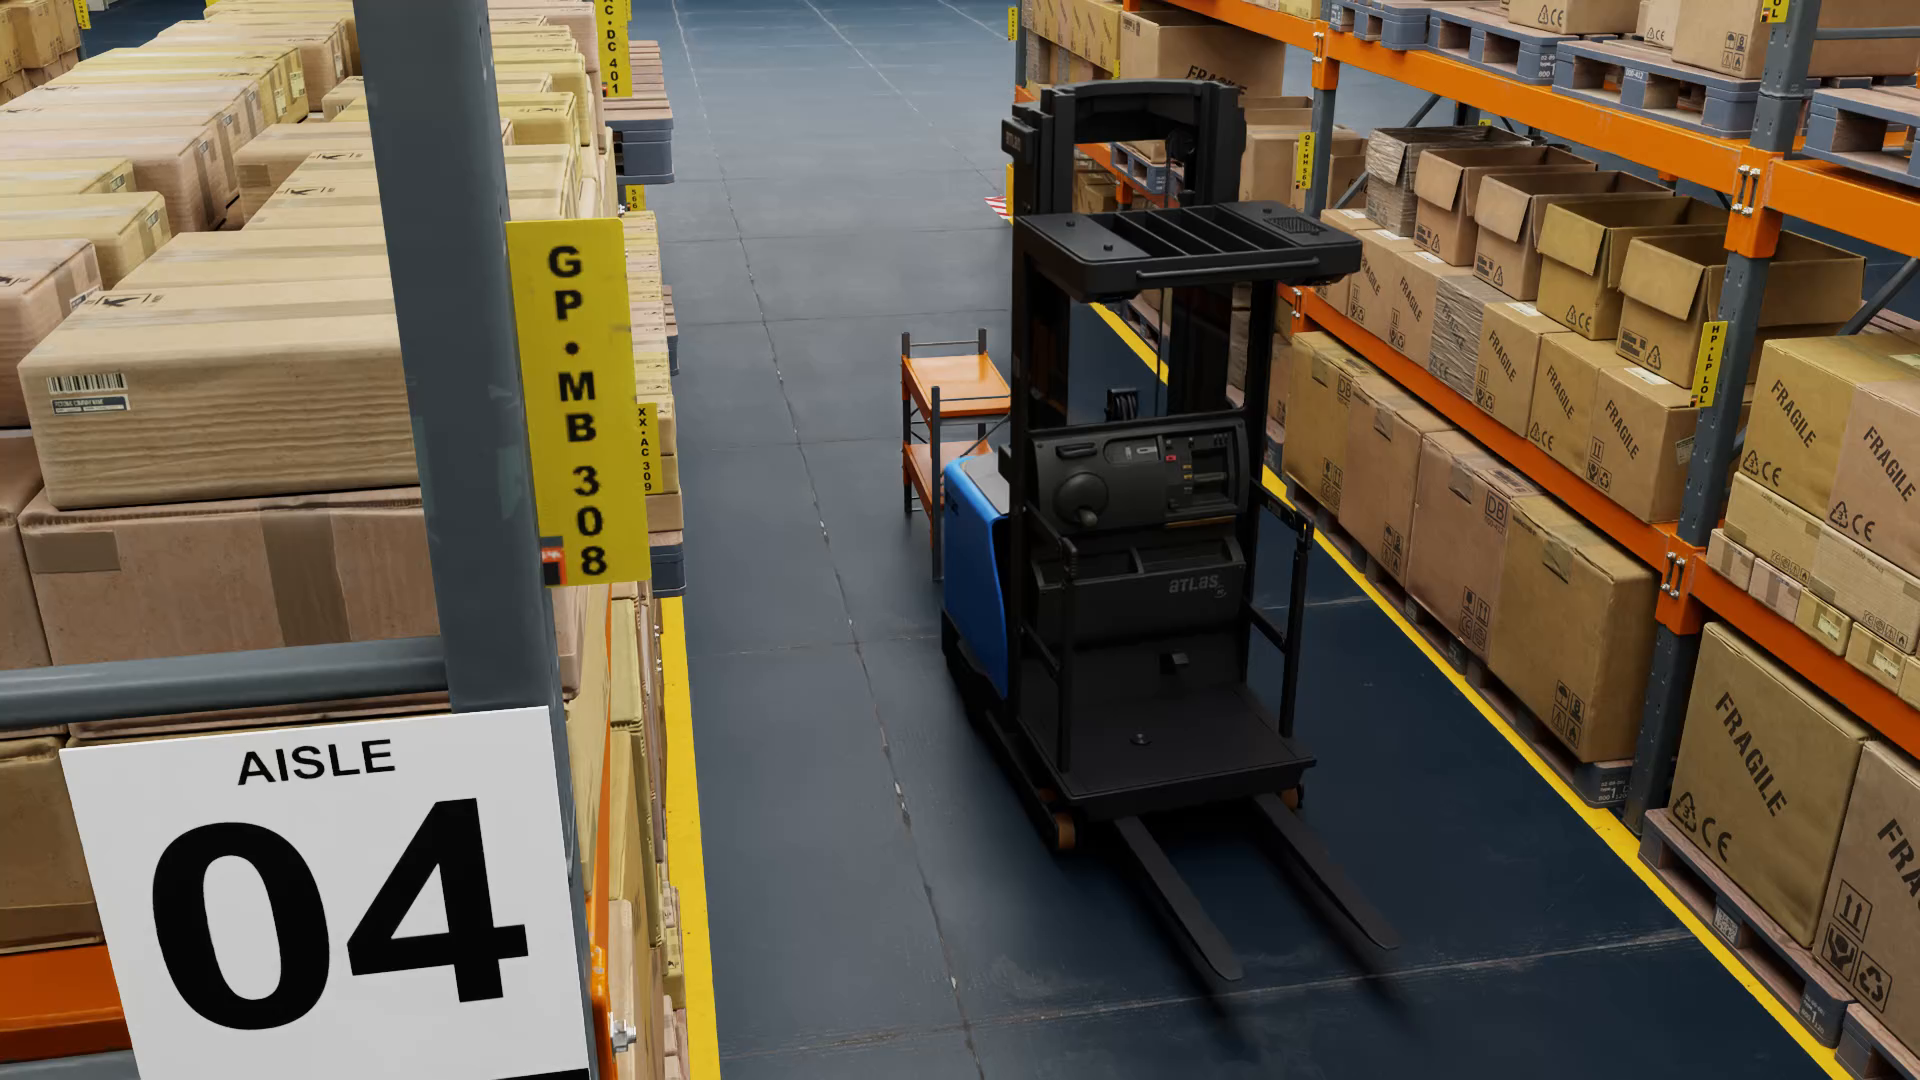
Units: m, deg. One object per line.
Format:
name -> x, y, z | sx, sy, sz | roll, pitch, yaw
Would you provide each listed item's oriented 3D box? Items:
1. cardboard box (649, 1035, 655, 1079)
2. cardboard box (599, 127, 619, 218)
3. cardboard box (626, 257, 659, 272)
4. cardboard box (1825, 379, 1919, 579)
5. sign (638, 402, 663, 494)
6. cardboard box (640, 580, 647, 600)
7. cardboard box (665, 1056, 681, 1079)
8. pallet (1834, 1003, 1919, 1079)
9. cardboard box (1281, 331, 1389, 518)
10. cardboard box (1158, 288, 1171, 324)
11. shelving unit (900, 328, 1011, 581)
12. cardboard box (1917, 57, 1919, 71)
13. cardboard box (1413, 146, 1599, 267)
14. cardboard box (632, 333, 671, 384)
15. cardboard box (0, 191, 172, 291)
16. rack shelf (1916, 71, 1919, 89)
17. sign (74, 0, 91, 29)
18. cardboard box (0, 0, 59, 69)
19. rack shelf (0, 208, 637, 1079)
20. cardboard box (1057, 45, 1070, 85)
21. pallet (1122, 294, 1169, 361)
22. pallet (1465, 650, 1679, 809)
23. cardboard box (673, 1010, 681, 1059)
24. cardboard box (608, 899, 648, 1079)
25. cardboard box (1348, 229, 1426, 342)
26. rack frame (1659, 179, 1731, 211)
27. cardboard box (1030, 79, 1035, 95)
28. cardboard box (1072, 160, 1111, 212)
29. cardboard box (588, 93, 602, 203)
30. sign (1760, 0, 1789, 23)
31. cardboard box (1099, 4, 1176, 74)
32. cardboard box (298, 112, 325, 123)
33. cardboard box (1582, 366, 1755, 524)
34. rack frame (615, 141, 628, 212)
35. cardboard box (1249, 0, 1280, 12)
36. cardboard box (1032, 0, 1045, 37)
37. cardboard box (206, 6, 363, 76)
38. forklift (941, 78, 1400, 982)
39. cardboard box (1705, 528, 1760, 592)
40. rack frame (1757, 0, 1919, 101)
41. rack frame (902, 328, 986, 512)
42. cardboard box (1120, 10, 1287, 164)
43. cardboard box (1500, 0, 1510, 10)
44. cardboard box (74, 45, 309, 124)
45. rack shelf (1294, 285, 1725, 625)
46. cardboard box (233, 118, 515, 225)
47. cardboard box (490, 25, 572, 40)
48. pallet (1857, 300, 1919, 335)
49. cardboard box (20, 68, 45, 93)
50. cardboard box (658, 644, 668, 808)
cardboard box -> -0.794, 1.117, 2.948 | 0.500, 0.500, 0.500 | -4, 24, -10
cardboard box -> -1.242, -1.001, 4.735 | 0.500, 0.250, 0.500 | -4, 24, -9
cardboard box -> -1.612, -1.231, 7.867 | 0.380, 0.149, 0.250 | -4, 24, -10
cardboard box -> 3.216, -0.206, 5.352 | 0.500, 0.500, 0.500 | -4, 24, -10
sign -> -1.066, -0.309, 5.627 | 0.100, 0.325, 0.005 | -4, 24, -10
cardboard box -> -1.145, -0.141, 4.580 | 0.500, 0.500, 0.500 | -5, 24, -11
cardboard box -> -0.963, 1.601, 4.630 | 0.380, 0.149, 0.250 | -5, 24, -12
pallet -> 3.588, 1.868, 5.210 | 1.003, 0.211, 1.213 | -4, 24, -10
cardboard box -> 2.663, -0.715, 9.769 | 1.225, 0.875, 0.875 | -5, 24, -12
cardboard box -> 1.978, -1.967, 13.079 | 0.700, 0.500, 0.500 | -4, 24, -10
shelving unit -> 0.001, -0.513, 9.519 | 0.538, 1.125, 1.048 | -4, 24, -10
cardboard box -> 10.886, -5.509, 18.491 | 0.700, 0.500, 0.500 | -4, 24, -10
cardboard box -> 2.792, -1.730, 8.584 | 0.797, 0.503, 0.637 | -4, 24, -9
cardboard box -> -1.365, -0.716, 6.688 | 0.380, 0.149, 0.250 | -5, 24, -10
cardboard box -> -1.206, -0.327, 2.068 | 0.380, 0.149, 0.250 | -5, 24, -11
rack shelf -> 11.182, -4.531, 17.276 | 1.077, 0.370, 4.000 | -4, 24, -10
sign -> -8.114, -4.891, 15.360 | 0.100, 0.325, 0.005 | -4, 24, -10
cardboard box -> -8.072, -4.246, 13.977 | 0.700, 0.500, 0.500 | -5, 24, -10
rack shelf -> -1.228, -0.127, 3.444 | 1.077, 0.370, 4.000 | -4, 24, -10
cardboard box -> 1.411, -4.492, 15.791 | 0.875, 0.500, 0.500 | -4, 24, -10
pallet -> 1.961, -1.759, 13.513 | 1.003, 0.211, 1.213 | -4, 24, -10
pallet -> 3.078, 0.784, 7.691 | 1.003, 0.211, 1.213 | -4, 24, -10
cardboard box -> -1.113, 1.582, 5.417 | 0.380, 0.149, 0.250 | -5, 24, -12
cardboard box -> -0.681, 0.868, 2.269 | 0.500, 0.500, 0.500 | -4, 24, -10
cardboard box -> 2.475, -1.401, 9.085 | 0.500, 0.500, 0.500 | -5, 24, -11
rack frame -> 6.683, -3.709, 14.495 | 1.000, 3.000, 0.127 | -4, 24, -10
cardboard box -> 0.922, -4.571, 16.783 | 0.380, 0.149, 0.250 | -4, 24, -10
cardboard box -> 1.319, -3.483, 16.577 | 0.500, 0.500, 0.500 | 2, 24, 4
cardboard box -> -1.077, -0.831, 3.719 | 0.500, 0.250, 0.500 | -3, 24, -8
sign -> 2.764, -1.908, 5.583 | 0.100, 0.325, 0.005 | -4, 24, -10
cardboard box -> 1.462, -4.140, 13.735 | 0.500, 0.500, 0.500 | -4, 24, -10
cardboard box -> -1.578, -0.801, 3.652 | 0.500, 0.250, 0.500 | -4, 24, -9
cardboard box -> 2.940, -0.406, 6.806 | 0.500, 0.500, 0.500 | -4, 24, -10
rack frame -> -2.338, -1.442, 9.304 | 1.000, 3.000, 0.127 | -4, 24, -10
cardboard box -> 2.121, -3.438, 10.314 | 0.500, 0.250, 0.500 | -4, 24, -10
cardboard box -> 0.996, -5.123, 15.985 | 0.500, 0.500, 0.500 | -4, 24, -10
cardboard box -> -1.663, -1.250, 4.181 | 0.380, 0.149, 0.250 | -5, 24, -10
forklift -> 0.814, -0.241, 6.640 | 1.130, 2.935, 3.031 | -7, 24, -15
cardboard box -> 3.023, 0.060, 6.178 | 0.380, 0.149, 0.250 | -4, 24, -10
rack frame -> 3.295, -2.945, 5.250 | 1.000, 3.000, 0.127 | -4, 24, -10
rack frame -> -0.093, -0.713, 9.977 | 0.500, 1.125, 0.032 | -4, 24, -10
cardboard box -> 1.825, -3.487, 12.712 | 1.000, 1.000, 1.000 | -4, 24, -9
cardboard box -> 2.985, -2.815, 8.049 | 0.500, 0.500, 0.500 | -3, 24, -7
cardboard box -> -1.586, -0.933, 3.456 | 0.380, 0.149, 0.250 | -3, 24, -7
rack shelf -> 2.925, -0.653, 8.396 | 1.077, 0.370, 4.000 | -4, 24, -10
cardboard box -> -0.898, -0.560, 2.602 | 0.380, 0.149, 0.250 | -4, 24, -8
cardboard box -> -1.071, -1.074, 3.778 | 0.380, 0.149, 0.250 | -5, 24, -12
pallet -> 7.096, -1.644, 13.251 | 1.003, 0.211, 1.213 | -4, 24, -10
cardboard box -> -8.115, -3.777, 14.154 | 0.500, 0.500, 0.500 | -4, 24, -10
cardboard box -> -1.474, 0.774, 6.828 | 0.500, 0.500, 0.500 | -3, 24, -8
